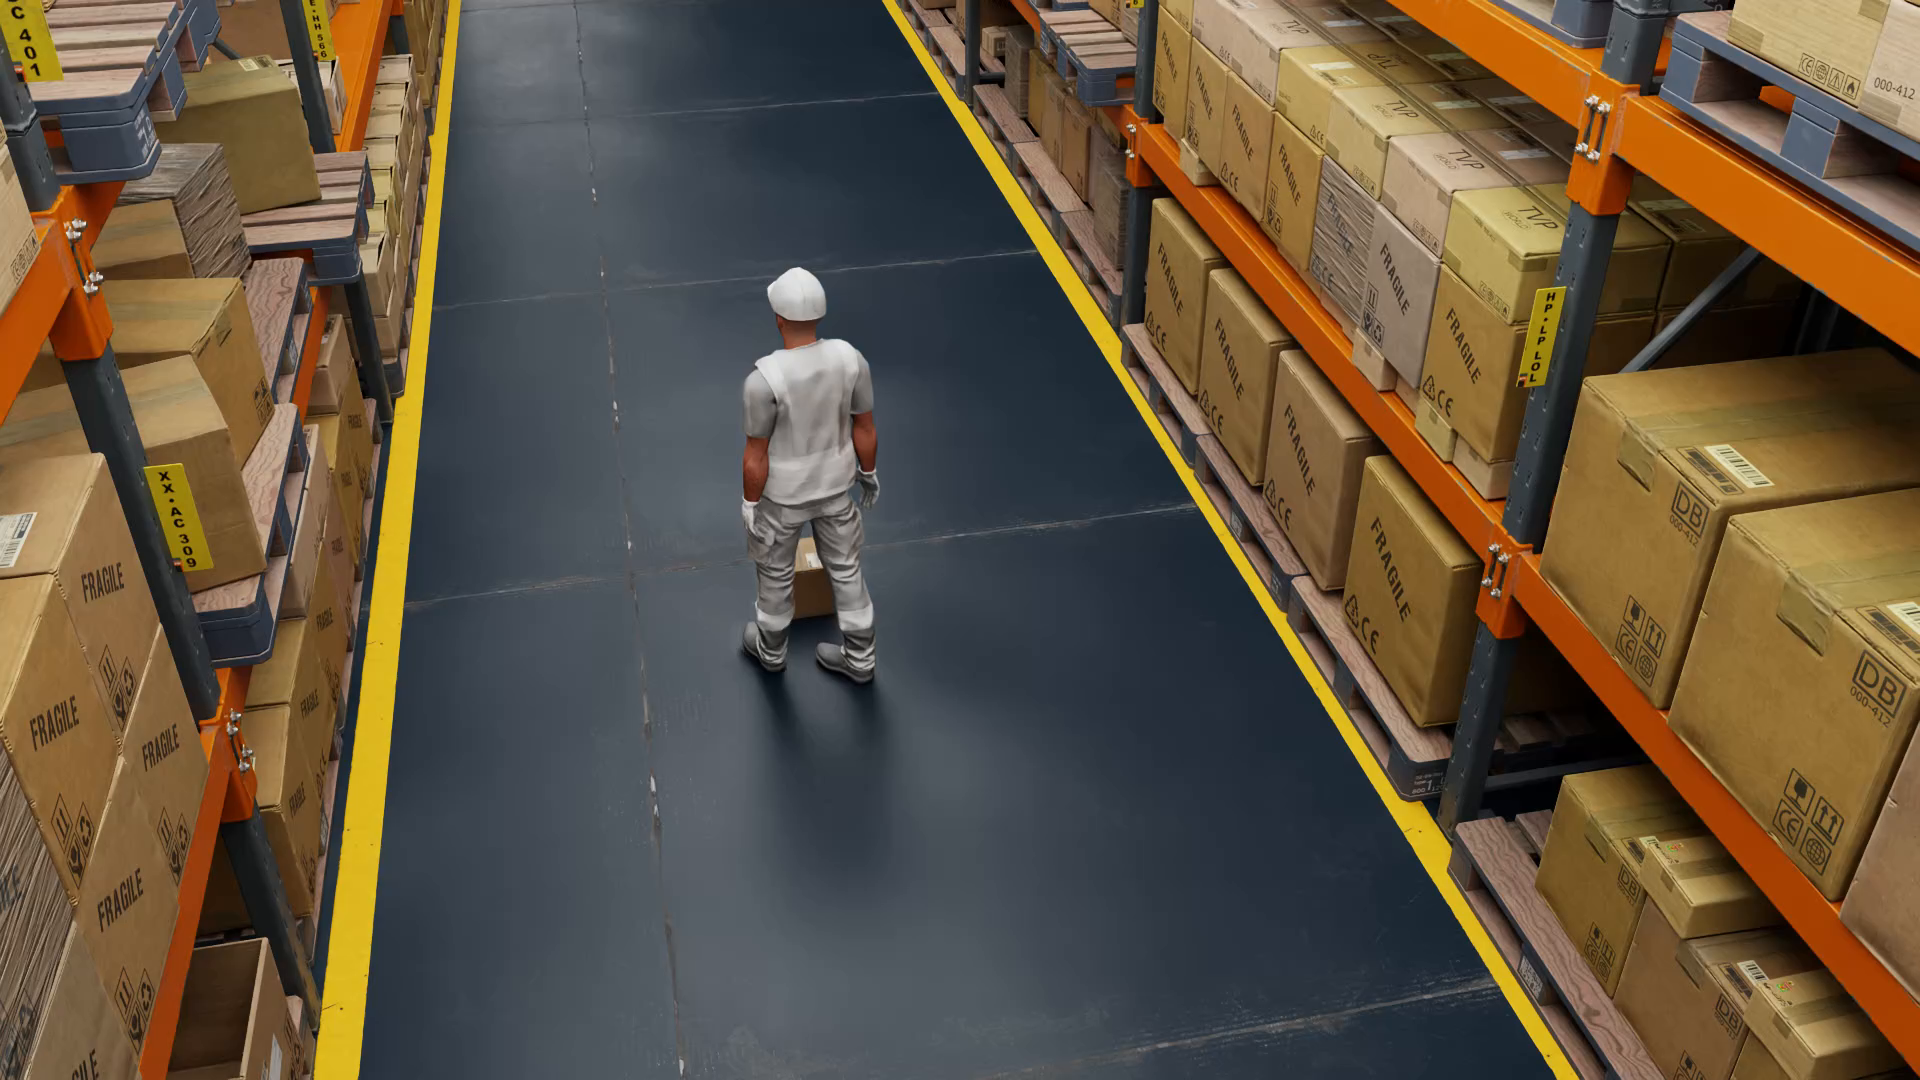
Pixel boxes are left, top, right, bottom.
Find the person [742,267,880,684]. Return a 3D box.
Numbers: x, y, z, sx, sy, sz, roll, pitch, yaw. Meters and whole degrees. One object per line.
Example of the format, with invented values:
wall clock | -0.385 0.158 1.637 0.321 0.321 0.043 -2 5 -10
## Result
person | -0.624 -0.243 6.472 0.569 1.789 0.559 -18 38 -25
